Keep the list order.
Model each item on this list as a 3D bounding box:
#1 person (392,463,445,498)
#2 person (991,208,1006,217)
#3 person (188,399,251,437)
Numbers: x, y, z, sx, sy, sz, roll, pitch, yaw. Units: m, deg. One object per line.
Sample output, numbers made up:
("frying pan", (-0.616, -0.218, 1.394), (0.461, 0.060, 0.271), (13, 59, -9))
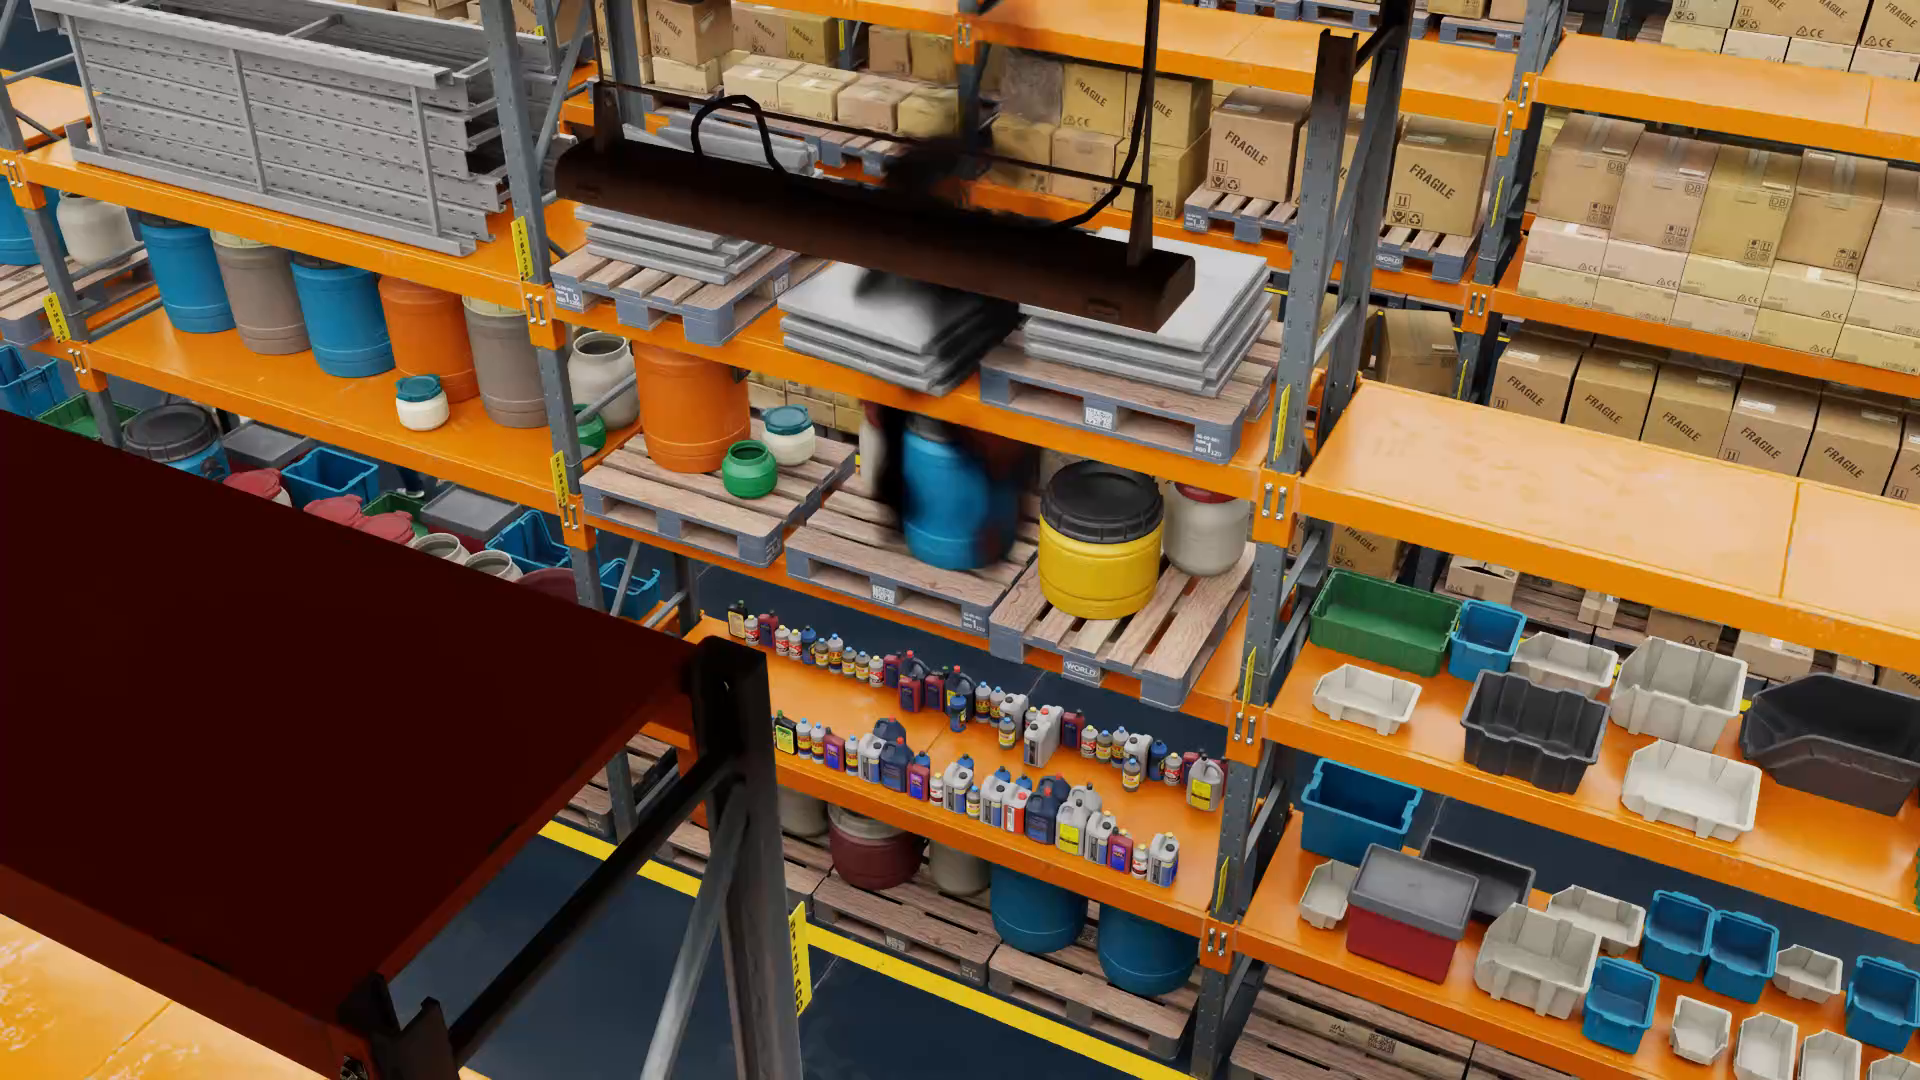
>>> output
("person", (-4.670, -0.992, 13.942), (0.539, 1.575, 0.559), (11, 37, 16))
("person", (0.378, -2.473, 15.862), (0.964, 1.736, 0.656), (16, 38, 21))
("person", (-5.975, -0.937, 13.746), (0.855, 1.711, 0.580), (12, 37, 16))
